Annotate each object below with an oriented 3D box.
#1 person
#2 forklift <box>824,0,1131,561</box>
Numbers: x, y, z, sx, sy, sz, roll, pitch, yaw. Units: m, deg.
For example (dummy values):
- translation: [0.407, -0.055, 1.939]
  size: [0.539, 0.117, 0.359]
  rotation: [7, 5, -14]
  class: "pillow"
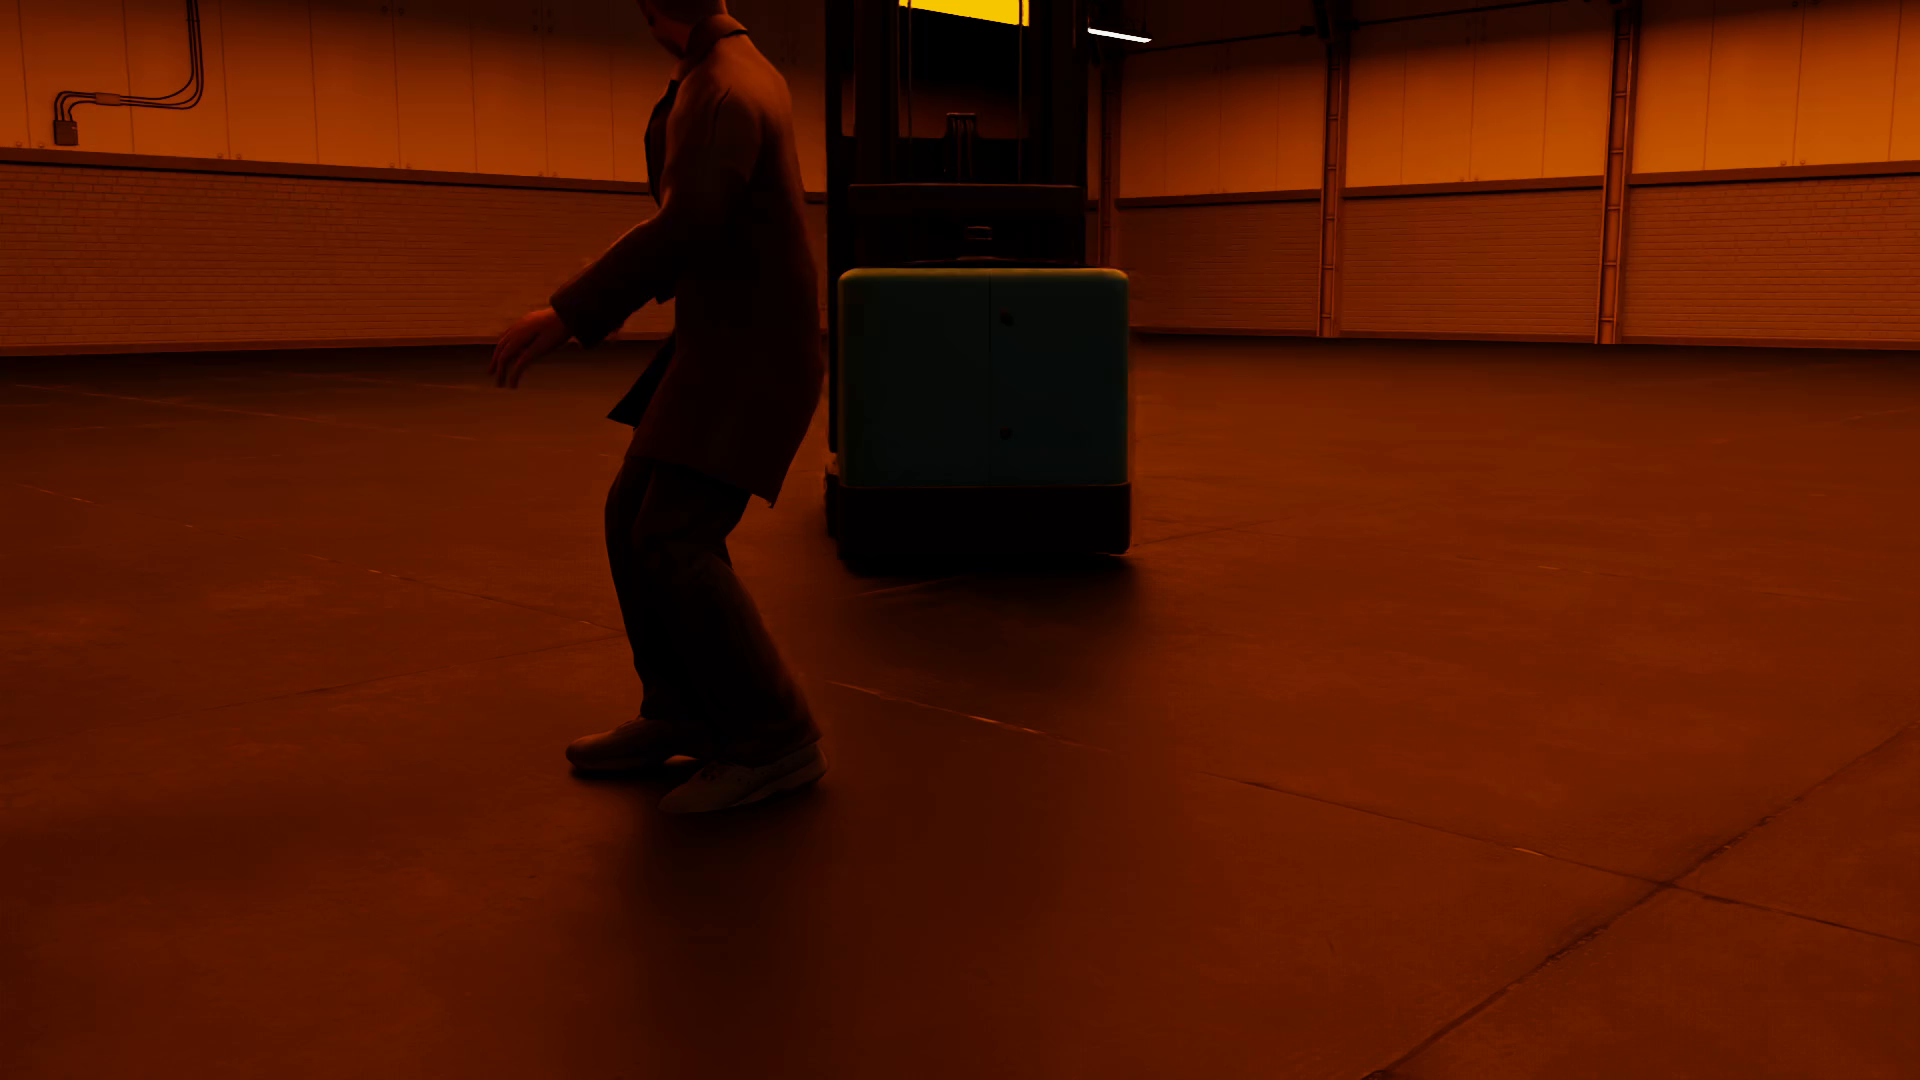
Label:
- translation: [-0.591, -0.330, 3.336]
  size: [0.644, 1.730, 0.829]
  rotation: [-2, 9, -11]
  class: "person"
- translation: [-0.038, -1.554, 7.196]
  size: [1.130, 2.935, 3.031]
  rotation: [-1, 9, -5]
  class: "forklift"
